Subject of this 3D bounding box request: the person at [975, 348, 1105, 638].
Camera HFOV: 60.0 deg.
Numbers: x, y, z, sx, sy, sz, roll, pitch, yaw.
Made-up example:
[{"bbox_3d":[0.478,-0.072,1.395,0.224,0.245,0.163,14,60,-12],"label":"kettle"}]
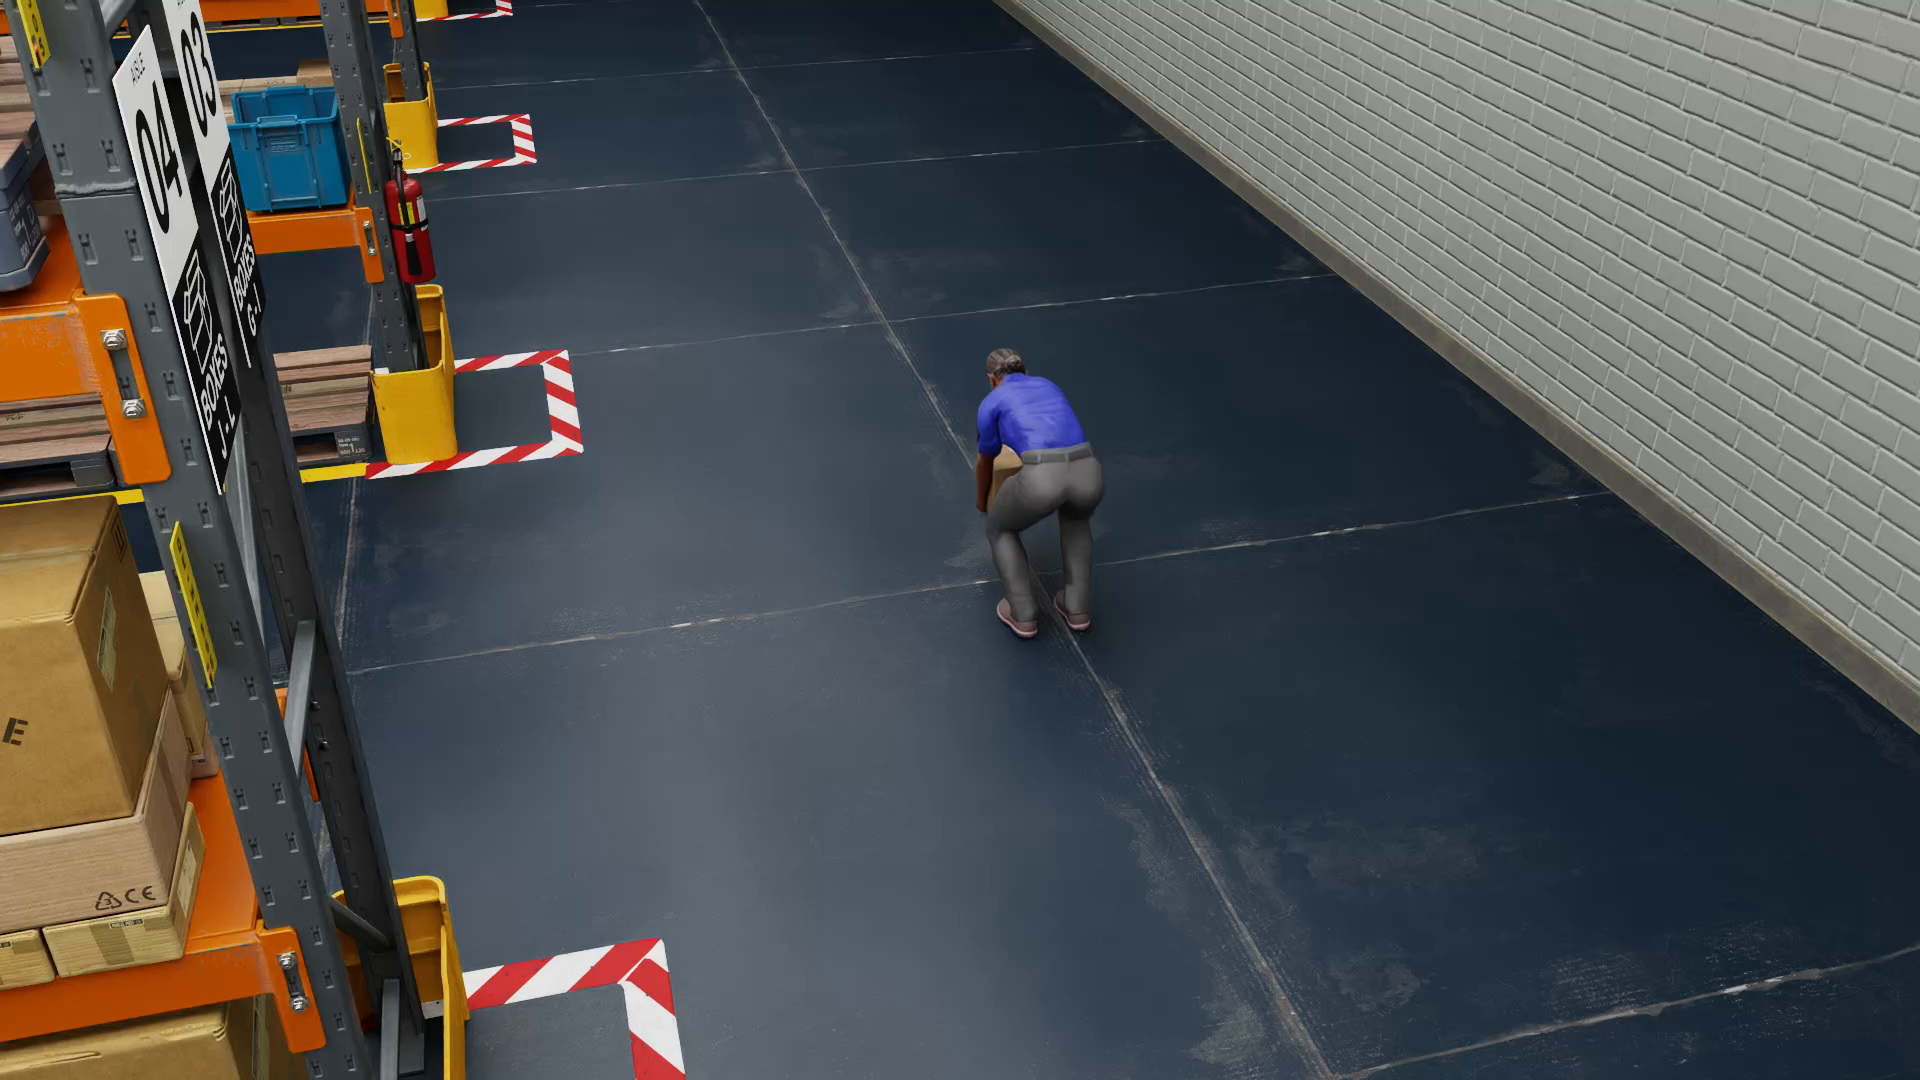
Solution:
[{"bbox_3d":[0.312,-0.198,7.064,0.455,1.064,0.857,-9,32,-16],"label":"person"}]
